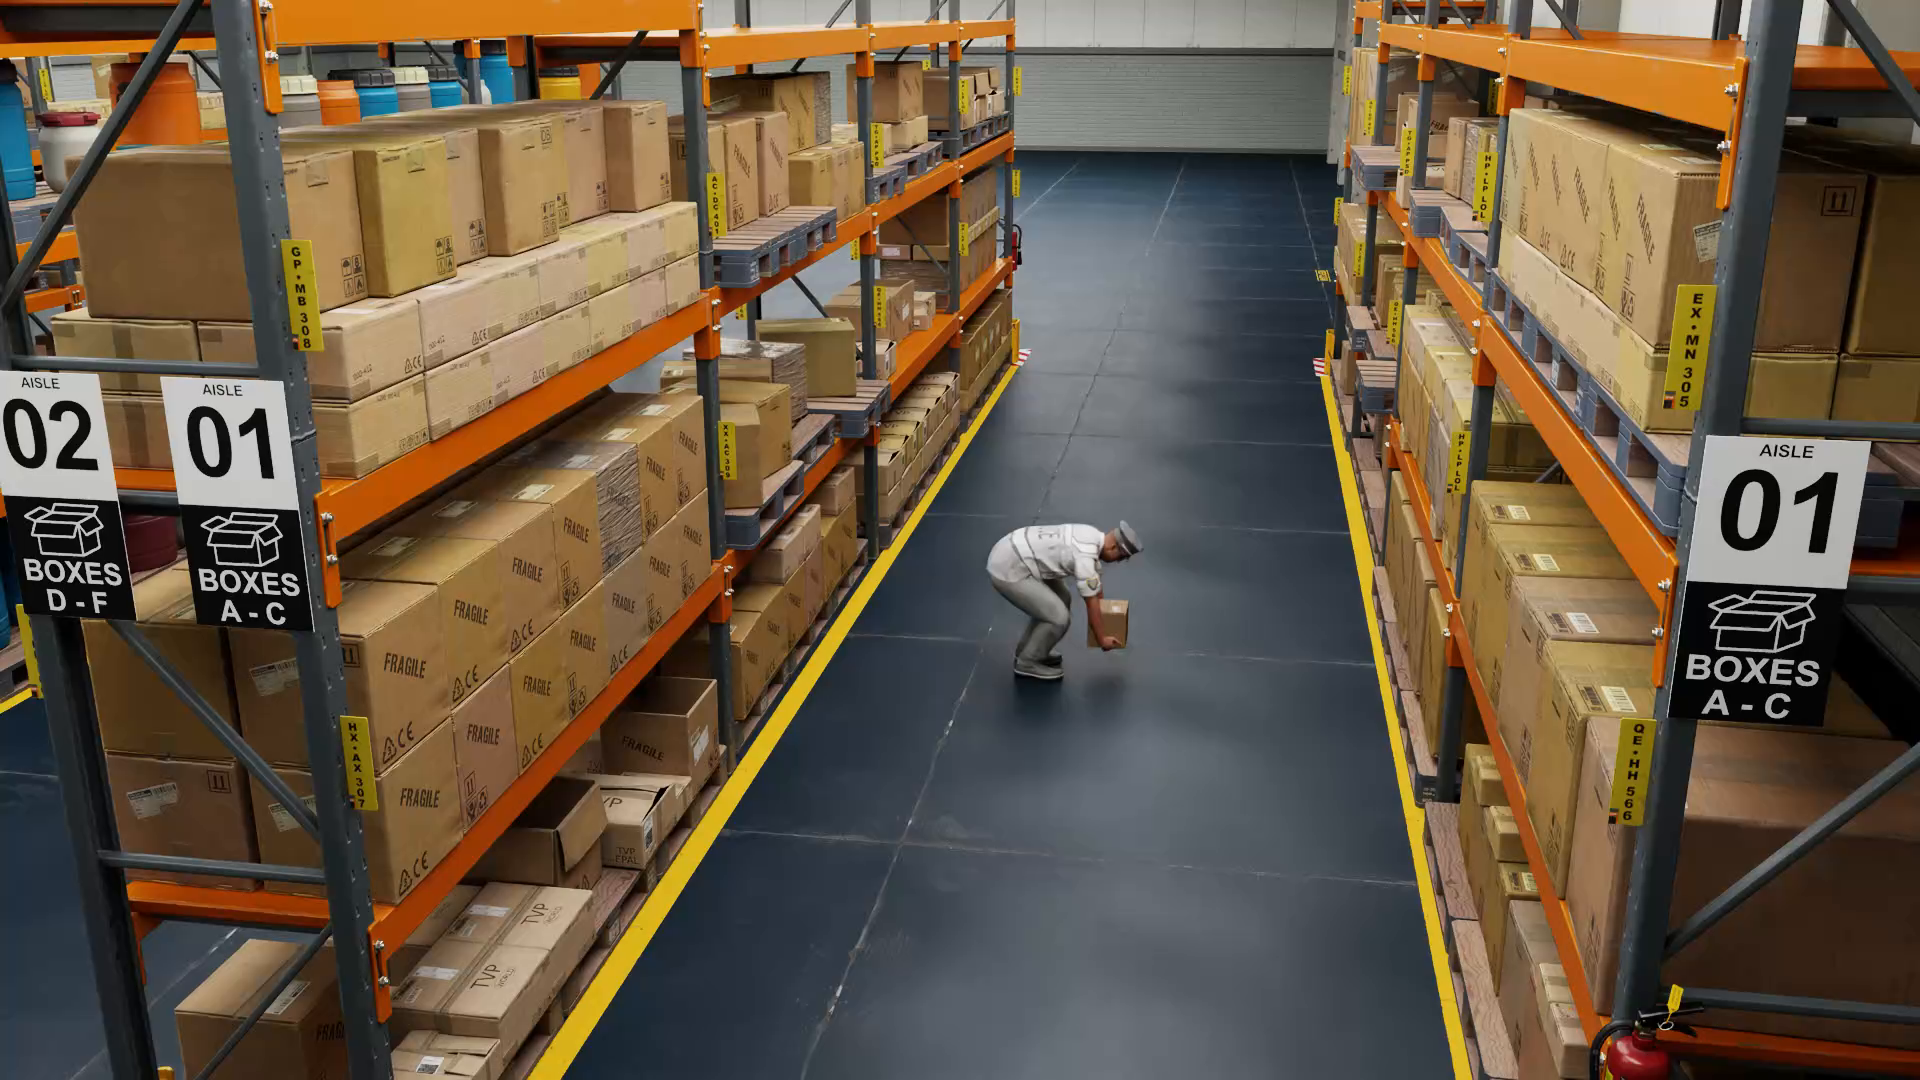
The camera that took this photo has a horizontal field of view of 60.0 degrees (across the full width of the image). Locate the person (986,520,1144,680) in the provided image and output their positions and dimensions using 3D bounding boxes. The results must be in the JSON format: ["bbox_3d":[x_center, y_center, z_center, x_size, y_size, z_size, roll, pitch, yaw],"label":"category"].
[{"bbox_3d":[0.692,0.375,11.019,1.029,1.054,0.533,2,18,6],"label":"person"}]
